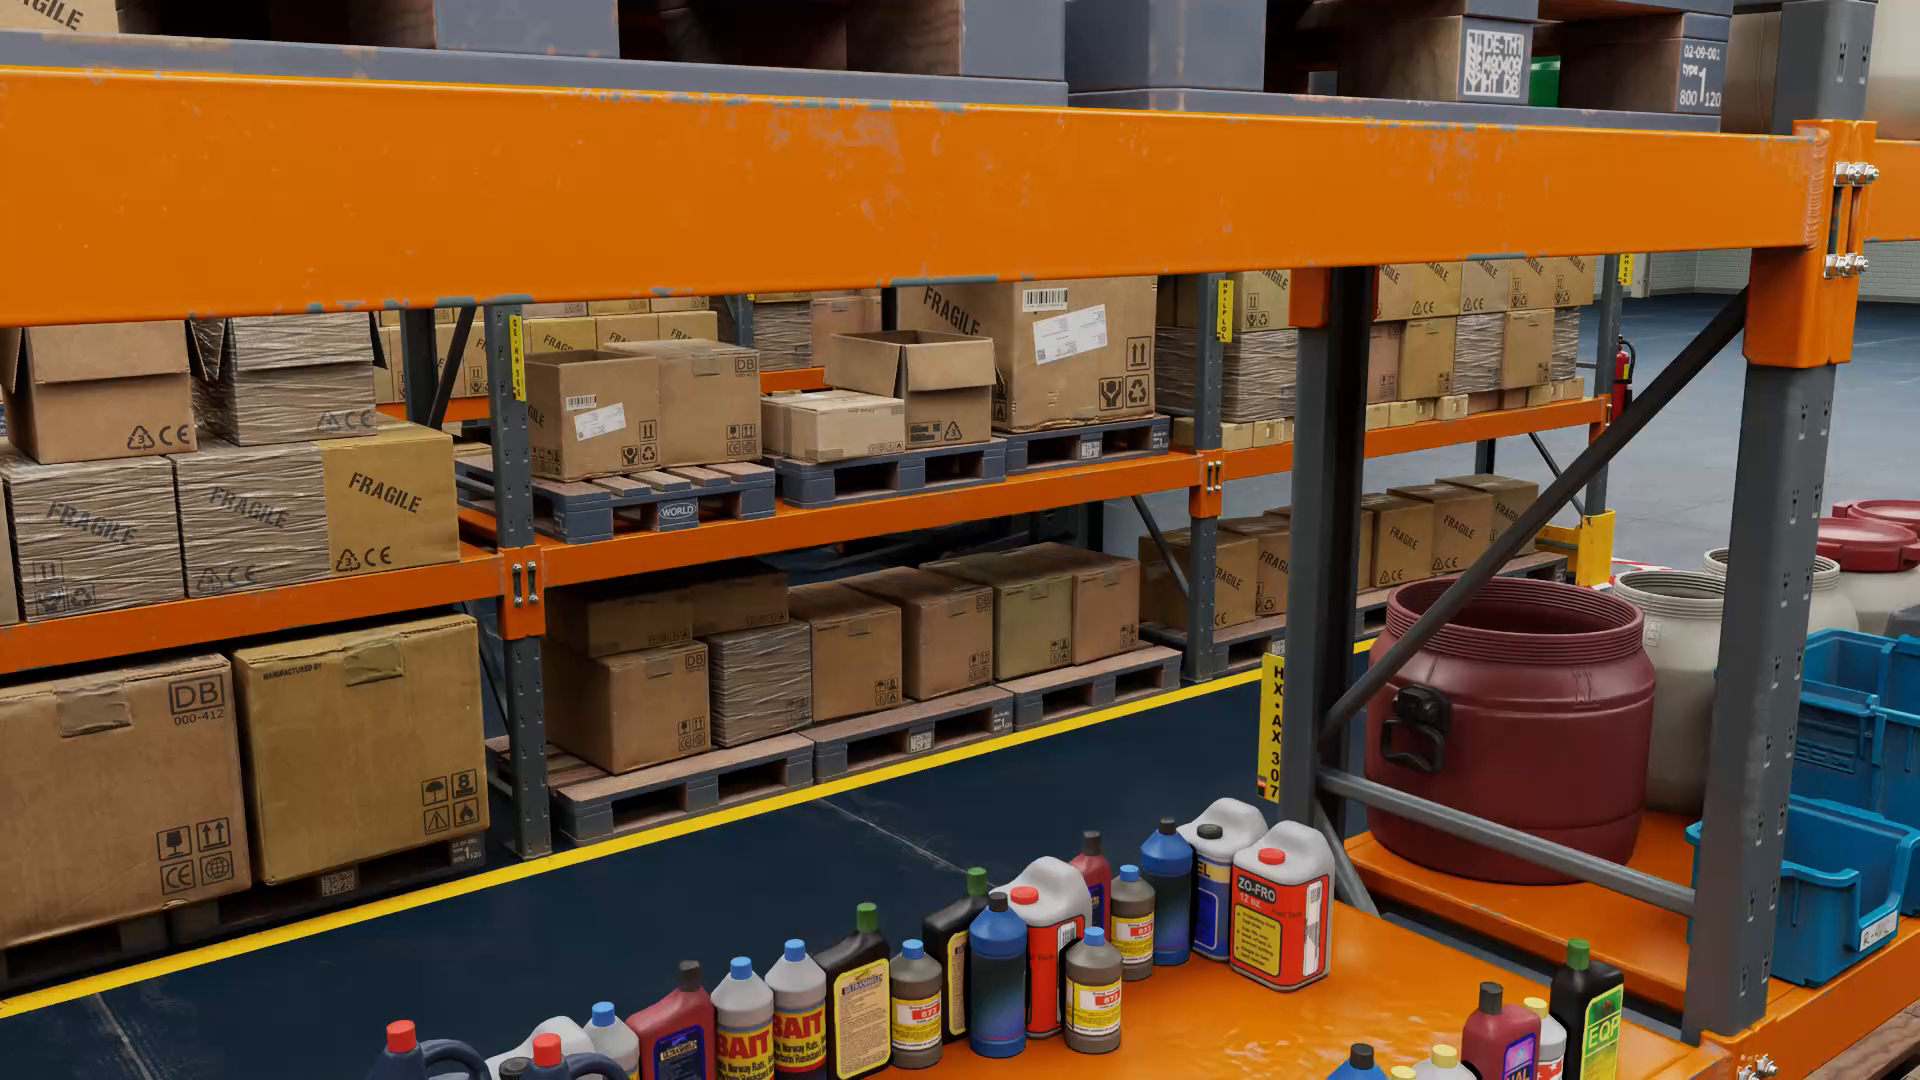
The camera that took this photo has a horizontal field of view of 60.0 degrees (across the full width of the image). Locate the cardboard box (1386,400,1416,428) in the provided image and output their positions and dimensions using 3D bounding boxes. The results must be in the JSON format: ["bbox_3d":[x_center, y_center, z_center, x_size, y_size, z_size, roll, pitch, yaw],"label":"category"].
[{"bbox_3d":[2.583,-0.797,10.266,0.250,0.149,0.380,-9,15,-38],"label":"cardboard box"}]

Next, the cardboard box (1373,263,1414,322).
[{"bbox_3d":[2.355,-1.575,9.959,0.500,0.500,0.500,-9,15,-38],"label":"cardboard box"}]

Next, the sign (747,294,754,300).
[{"bbox_3d":[-1.609,-2.003,12.742,0.005,0.325,0.100,-9,15,-38],"label":"sign"}]

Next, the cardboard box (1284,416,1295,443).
[{"bbox_3d":[1.801,-0.668,9.656,0.250,0.149,0.380,-9,15,-38],"label":"cardboard box"}]

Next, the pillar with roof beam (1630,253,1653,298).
[{"bbox_3d":[19.901,-9.860,37.899,0.548,9.000,9.100,-9,15,-38],"label":"pillar with roof beam"}]

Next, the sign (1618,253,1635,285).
[{"bbox_3d":[4.519,-1.892,11.267,0.005,0.325,0.100,-9,15,-38],"label":"sign"}]

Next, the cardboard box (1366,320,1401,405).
[{"bbox_3d":[2.194,-1.127,10.259,0.500,0.500,0.875,-9,15,-38],"label":"cardboard box"}]

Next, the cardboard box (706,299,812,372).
[{"bbox_3d":[-1.675,-1.685,13.481,0.550,0.550,0.875,-9,15,-38],"label":"cardboard box"}]

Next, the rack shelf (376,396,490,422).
[{"bbox_3d":[-3.517,-0.950,12.115,4.000,0.370,1.077,-9,15,-38],"label":"rack shelf"}]

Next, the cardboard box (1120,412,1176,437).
[{"bbox_3d":[1.048,-0.697,9.794,0.250,0.149,0.380,-9,15,-38],"label":"cardboard box"}]

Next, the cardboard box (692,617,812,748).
[{"bbox_3d":[-1.123,0.618,7.955,0.500,0.500,0.700,-11,16,-42],"label":"cardboard box"}]

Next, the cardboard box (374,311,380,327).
[{"bbox_3d":[-4.328,-1.703,11.280,0.500,0.500,0.700,-10,15,-38],"label":"cardboard box"}]

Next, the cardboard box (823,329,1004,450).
[{"bbox_3d":[-0.232,-0.760,8.228,0.637,0.503,0.797,-8,14,-32],"label":"cardboard box"}]

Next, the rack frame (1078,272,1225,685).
[{"bbox_3d":[1.064,-0.744,9.412,0.127,3.000,1.000,-9,15,-38],"label":"rack frame"}]

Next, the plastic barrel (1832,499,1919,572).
[{"bbox_3d":[2.701,0.176,4.749,0.433,0.535,0.433,0,12,0],"label":"plastic barrel"}]

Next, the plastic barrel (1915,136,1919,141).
[{"bbox_3d":[1.812,-1.206,3.157,0.600,0.901,0.600,0,12,0],"label":"plastic barrel"}]

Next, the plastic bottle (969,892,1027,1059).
[{"bbox_3d":[0.064,0.725,2.801,0.097,0.271,0.097,0,12,0],"label":"plastic bottle"}]

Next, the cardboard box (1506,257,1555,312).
[{"bbox_3d":[3.526,-1.769,10.876,0.500,0.500,0.500,-9,15,-38],"label":"cardboard box"}]

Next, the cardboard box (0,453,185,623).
[{"bbox_3d":[-3.086,-0.038,5.846,0.500,0.500,0.500,-10,16,-39],"label":"cardboard box"}]

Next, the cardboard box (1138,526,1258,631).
[{"bbox_3d":[1.401,0.228,9.842,0.500,0.500,0.500,-10,16,-39],"label":"cardboard box"}]

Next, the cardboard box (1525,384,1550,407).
[{"bbox_3d":[3.735,-0.997,11.206,0.250,0.149,0.380,-9,15,-38],"label":"cardboard box"}]

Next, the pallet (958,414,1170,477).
[{"bbox_3d":[0.376,-0.575,9.076,1.213,0.211,1.003,-9,15,-38],"label":"pallet"}]

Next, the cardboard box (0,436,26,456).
[{"bbox_3d":[-3.408,-0.121,6.235,0.500,0.500,0.500,-10,15,-39],"label":"cardboard box"}]

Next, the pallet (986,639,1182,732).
[{"bbox_3d":[0.457,0.721,9.225,1.213,0.211,1.003,-9,15,-38],"label":"pallet"}]

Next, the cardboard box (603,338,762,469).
[{"bbox_3d":[-1.289,-0.645,7.692,0.500,0.500,0.700,-7,14,-29],"label":"cardboard box"}]

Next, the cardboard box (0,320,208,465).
[{"bbox_3d":[-3.151,-0.588,6.022,0.637,0.503,0.797,-9,15,-36],"label":"cardboard box"}]

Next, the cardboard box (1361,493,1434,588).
[{"bbox_3d":[2.743,-0.006,10.944,0.500,0.500,0.500,-8,14,-32],"label":"cardboard box"}]

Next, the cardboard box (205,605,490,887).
[{"bbox_3d":[-2.611,0.695,6.739,0.875,0.875,1.225,-10,16,-40],"label":"cardboard box"}]

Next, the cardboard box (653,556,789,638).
[{"bbox_3d":[-1.147,0.253,7.868,0.500,0.250,0.500,-7,14,-31],"label":"cardboard box"}]

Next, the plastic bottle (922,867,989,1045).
[{"bbox_3d":[0.001,0.709,2.849,0.133,0.283,0.061,-9,15,-38],"label":"plastic bottle"}]

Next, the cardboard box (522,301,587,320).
[{"bbox_3d":[-3.135,-1.902,12.216,0.500,0.500,0.700,-9,15,-37],"label":"cardboard box"}]

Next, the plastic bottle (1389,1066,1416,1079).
[{"bbox_3d":[0.628,0.852,2.375,0.097,0.201,0.097,0,12,0],"label":"plastic bottle"}]

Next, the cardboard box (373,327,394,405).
[{"bbox_3d":[-4.164,-1.173,11.188,0.500,0.500,0.500,-10,15,-38],"label":"cardboard box"}]

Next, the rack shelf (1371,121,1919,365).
[{"bbox_3d":[2.597,-0.797,4.170,4.000,0.370,1.077,-9,15,-38],"label":"rack shelf"}]

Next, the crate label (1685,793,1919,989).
[{"bbox_3d":[1.598,0.666,3.173,0.416,0.233,0.303,-9,15,-38],"label":"crate label"}]

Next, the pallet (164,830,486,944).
[{"bbox_3d":[-2.722,1.229,6.833,1.213,0.211,1.003,-9,15,-38],"label":"pallet"}]

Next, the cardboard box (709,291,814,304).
[{"bbox_3d":[-1.646,-2.206,13.334,0.550,0.550,0.875,-9,15,-38],"label":"cardboard box"}]

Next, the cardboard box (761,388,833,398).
[{"bbox_3d":[-1.421,-0.798,13.770,0.875,0.875,0.875,-9,15,-37],"label":"cardboard box"}]

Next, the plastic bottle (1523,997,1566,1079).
[{"bbox_3d":[0.884,0.809,2.575,0.097,0.201,0.097,0,12,0],"label":"plastic bottle"}]

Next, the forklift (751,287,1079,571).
[{"bbox_3d":[-0.294,-1.303,12.210,1.130,2.935,3.031,9,15,36],"label":"forklift"}]

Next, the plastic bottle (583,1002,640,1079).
[{"bbox_3d":[-0.514,0.805,2.424,0.097,0.271,0.097,0,12,0],"label":"plastic bottle"}]

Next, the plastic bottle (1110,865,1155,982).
[{"bbox_3d":[0.311,0.702,3.078,0.097,0.201,0.097,0,12,0],"label":"plastic bottle"}]

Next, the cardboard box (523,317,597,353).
[{"bbox_3d":[-2.985,-1.368,12.111,0.500,0.500,0.500,-9,15,-37],"label":"cardboard box"}]

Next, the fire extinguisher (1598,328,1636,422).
[{"bbox_3d":[4.565,-1.165,11.582,0.183,0.674,0.296,-9,15,-38],"label":"fire extinguisher"}]

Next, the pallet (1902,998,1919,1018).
[{"bbox_3d":[3.569,1.531,5.409,1.213,0.211,1.003,-9,15,-38],"label":"pallet"}]

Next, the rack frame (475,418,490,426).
[{"bbox_3d":[-5.127,-2.352,16.981,0.127,3.000,1.000,-9,15,-38],"label":"rack frame"}]

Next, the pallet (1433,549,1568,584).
[{"bbox_3d":[3.472,0.210,11.630,1.213,0.211,1.003,-9,15,-38],"label":"pallet"}]

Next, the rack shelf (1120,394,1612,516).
[{"bbox_3d":[2.626,-0.652,10.709,4.000,0.370,1.077,-9,15,-38],"label":"rack shelf"}]

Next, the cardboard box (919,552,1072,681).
[{"bbox_3d":[0.187,0.398,8.990,0.500,0.500,0.700,-10,15,-38],"label":"cardboard box"}]

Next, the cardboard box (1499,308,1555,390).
[{"bbox_3d":[3.425,-1.306,11.103,0.500,0.500,0.875,-9,15,-38],"label":"cardboard box"}]

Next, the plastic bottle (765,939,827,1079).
[{"bbox_3d":[-0.258,0.763,2.625,0.097,0.271,0.097,0,12,0],"label":"plastic bottle"}]

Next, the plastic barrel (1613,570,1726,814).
[{"bbox_3d":[1.705,0.355,3.964,0.421,0.512,0.421,0,12,0],"label":"plastic barrel"}]

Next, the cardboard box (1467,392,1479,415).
[{"bbox_3d":[3.128,-0.905,10.774,0.250,0.149,0.380,-9,15,-38],"label":"cardboard box"}]
